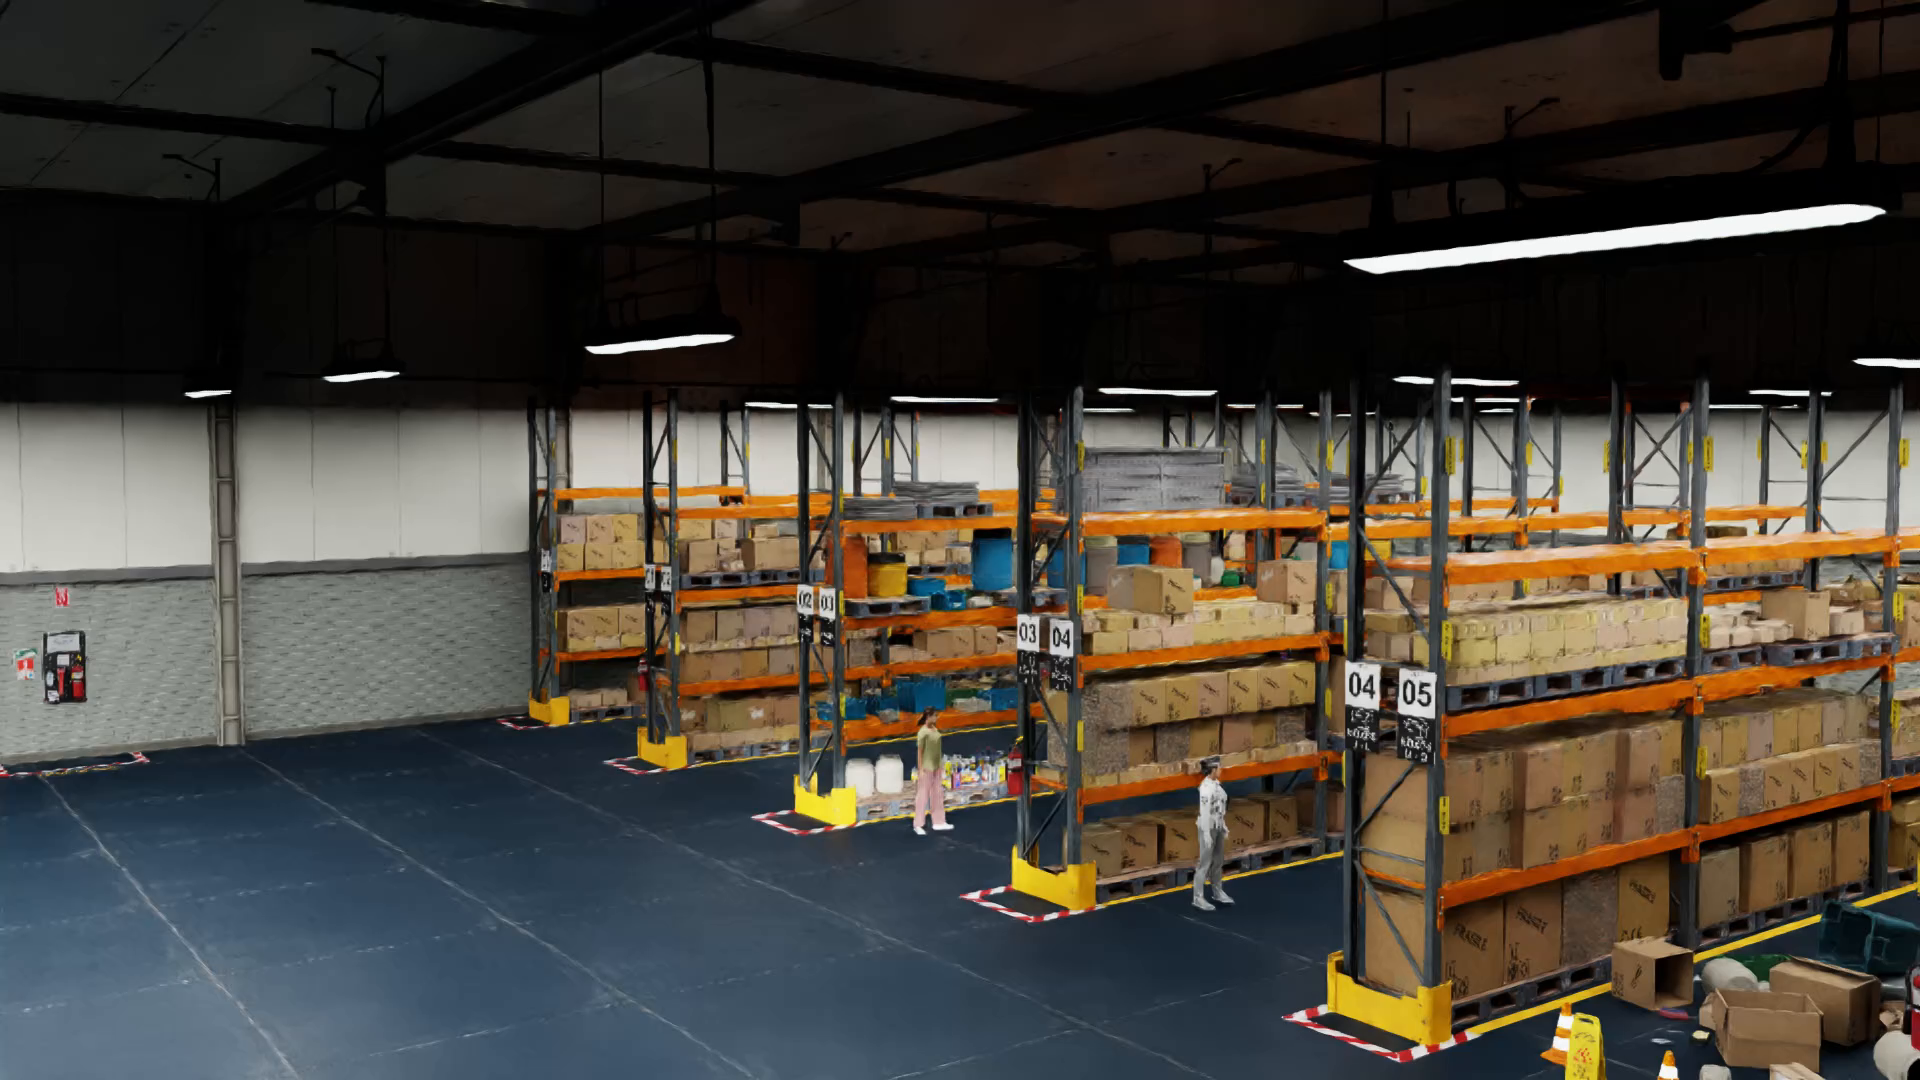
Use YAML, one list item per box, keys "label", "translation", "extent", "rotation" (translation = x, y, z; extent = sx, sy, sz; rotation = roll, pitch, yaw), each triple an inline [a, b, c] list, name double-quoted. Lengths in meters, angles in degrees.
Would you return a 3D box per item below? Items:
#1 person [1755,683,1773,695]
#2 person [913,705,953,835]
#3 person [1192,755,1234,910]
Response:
- label: "person"
  translation: [11.816, 2.857, 24.374]
  extent: [1.127, 1.707, 0.563]
  rotation: [-3, 4, -38]
- label: "person"
  translation: [-0.365, 3.016, 21.907]
  extent: [0.454, 1.679, 0.538]
  rotation: [2, 4, 29]
- label: "person"
  translation: [2.822, 3.224, 18.456]
  extent: [0.416, 1.677, 0.537]
  rotation: [2, 4, 26]
